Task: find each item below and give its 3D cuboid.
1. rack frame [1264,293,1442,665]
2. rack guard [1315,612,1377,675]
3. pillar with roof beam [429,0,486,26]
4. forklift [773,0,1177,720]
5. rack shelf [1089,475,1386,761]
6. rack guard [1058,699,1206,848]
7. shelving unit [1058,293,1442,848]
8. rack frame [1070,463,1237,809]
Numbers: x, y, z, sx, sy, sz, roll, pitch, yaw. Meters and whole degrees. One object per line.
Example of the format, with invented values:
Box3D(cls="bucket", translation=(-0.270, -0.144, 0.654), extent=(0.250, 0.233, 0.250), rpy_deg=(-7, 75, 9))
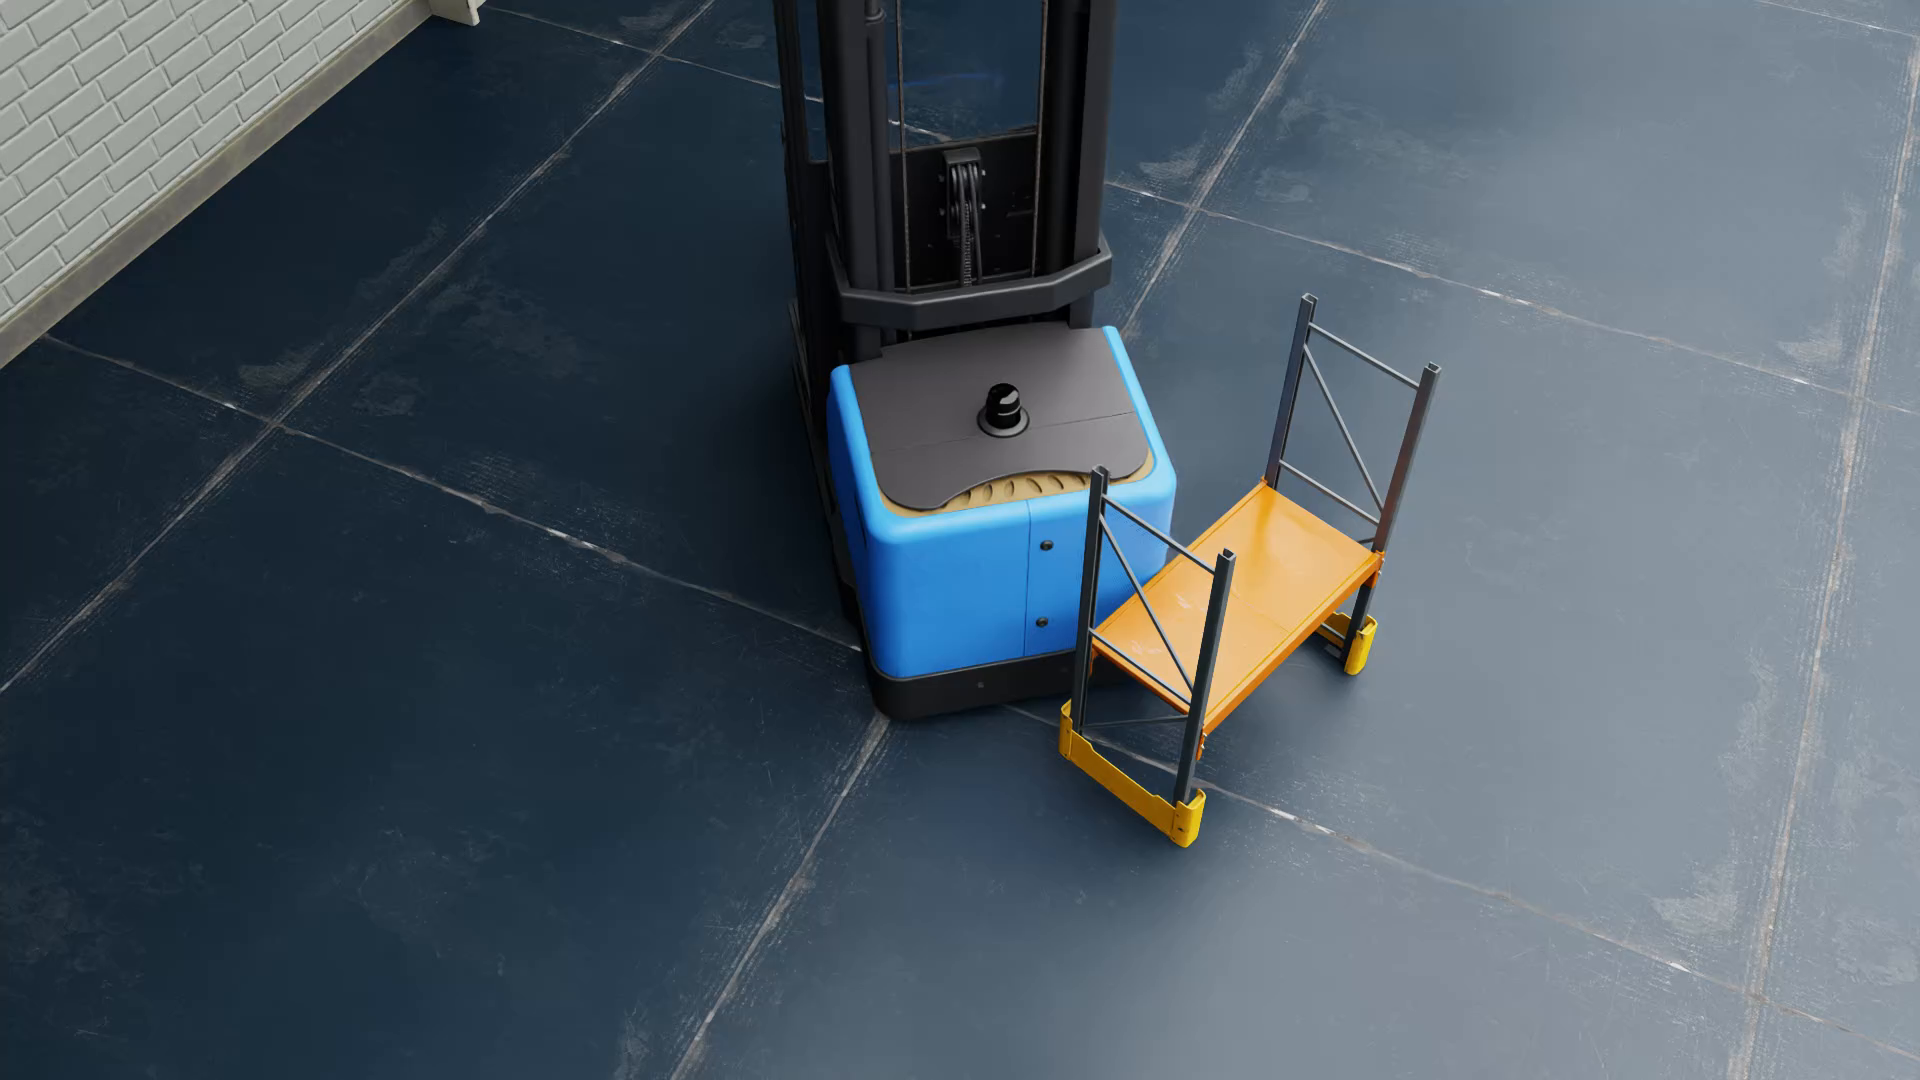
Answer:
Box3D(cls="rack frame", translation=(1.269, -0.157, 5.714), extent=(0.500, 1.500, 0.032), rpy_deg=(36, 58, 27))
Box3D(cls="rack guard", translation=(1.269, 0.248, 6.190), extent=(0.587, 0.250, 0.087), rpy_deg=(36, 58, 27))
Box3D(cls="pillar with roof beam", translation=(1.234, -4.454, 4.447), extent=(9.100, 9.000, 0.400), rpy_deg=(20, 52, 16))
Box3D(cls="forklift", translation=(-0.094, -1.458, 5.881), extent=(1.130, 2.935, 3.031), rpy_deg=(-9, 50, -8))
Box3D(cls="rack shelf", translation=(0.919, 0.240, 5.613), extent=(0.538, 0.185, 1.000), rpy_deg=(36, 58, 27))
Box3D(cls="rack guard", translation=(0.582, 0.798, 5.722), extent=(0.587, 0.250, 0.087), rpy_deg=(36, 58, 27))
Box3D(cls="shelving unit", translation=(0.925, 0.118, 5.480), extent=(0.587, 1.500, 1.083), rpy_deg=(36, 58, 27))
Box3D(cls="rack frame", translation=(0.569, 0.404, 5.237), extent=(0.500, 1.500, 0.032), rpy_deg=(36, 58, 27))
